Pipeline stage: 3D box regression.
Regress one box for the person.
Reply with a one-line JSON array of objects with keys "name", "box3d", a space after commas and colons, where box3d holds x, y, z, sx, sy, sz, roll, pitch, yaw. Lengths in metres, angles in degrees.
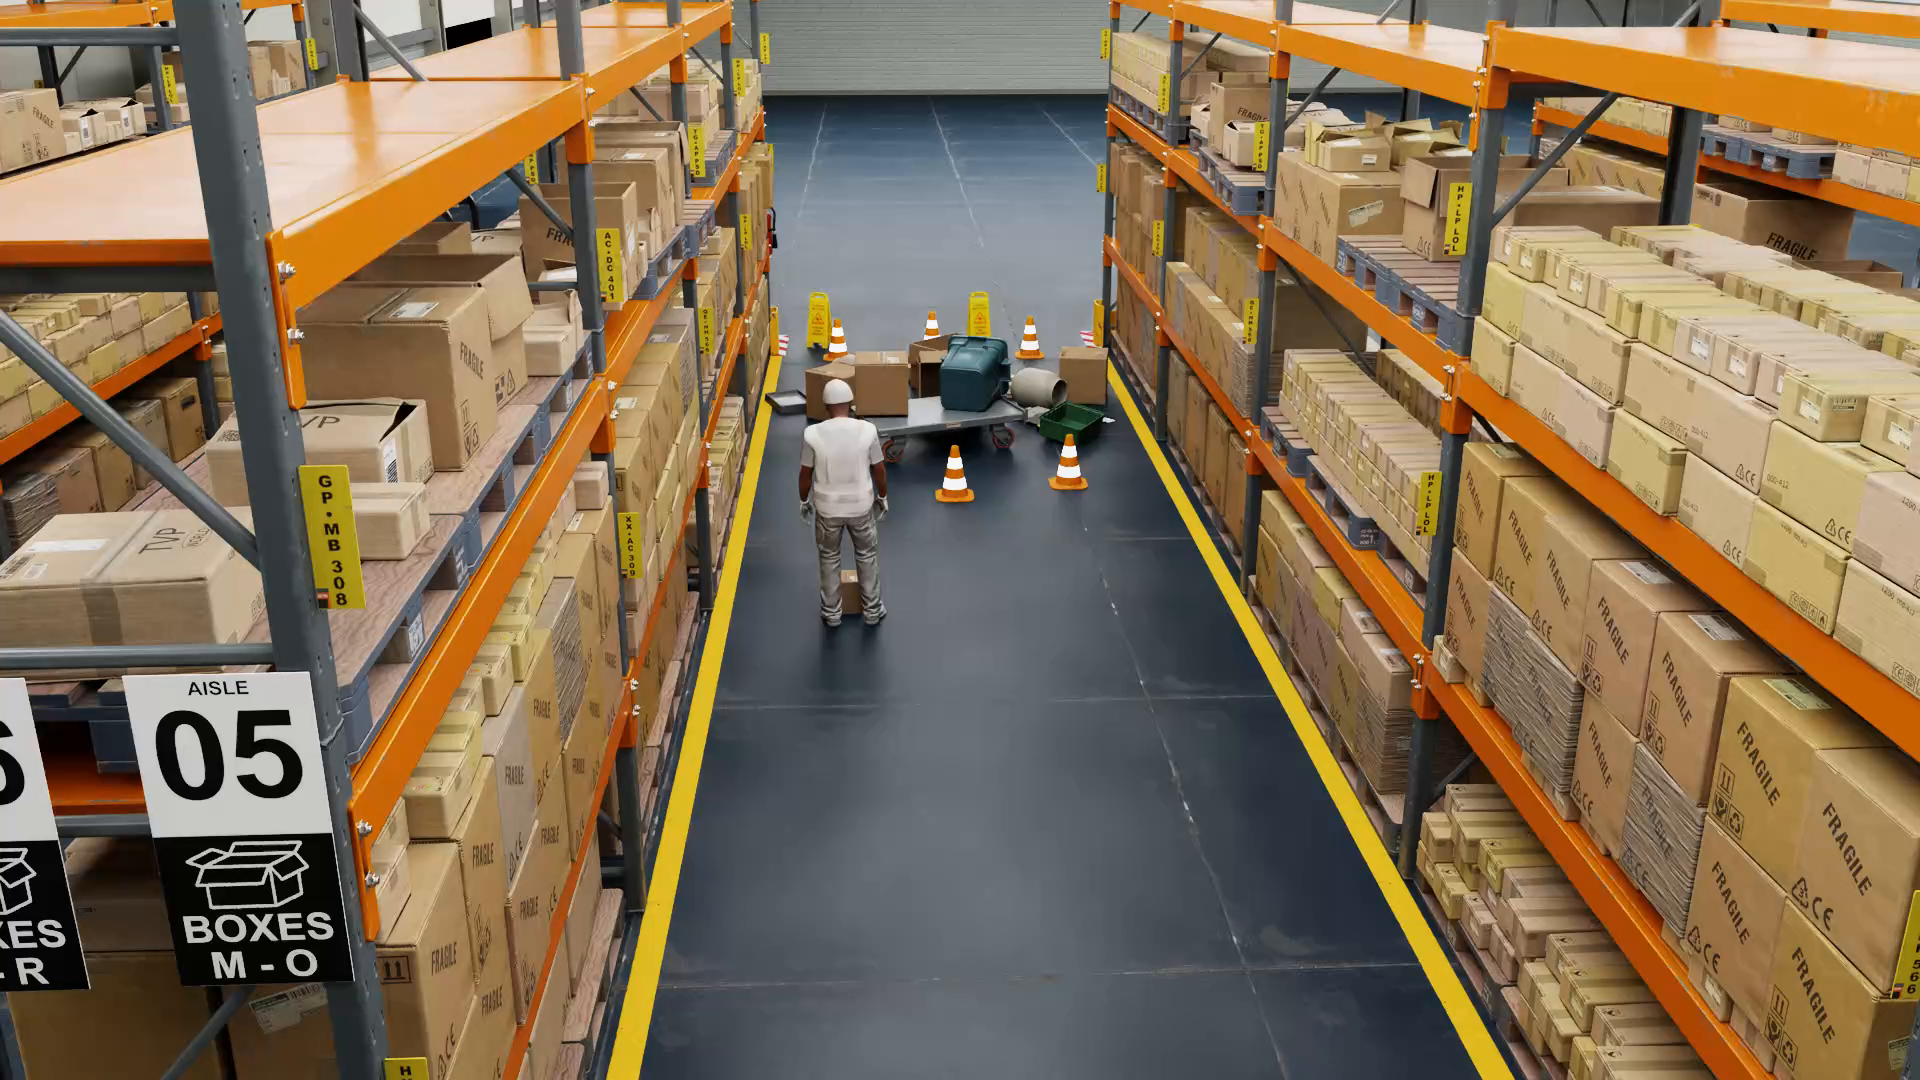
[{"name": "person", "box3d": [-0.819, -0.254, 11.749, 0.632, 1.774, 0.450, -2, 20, -5]}]
